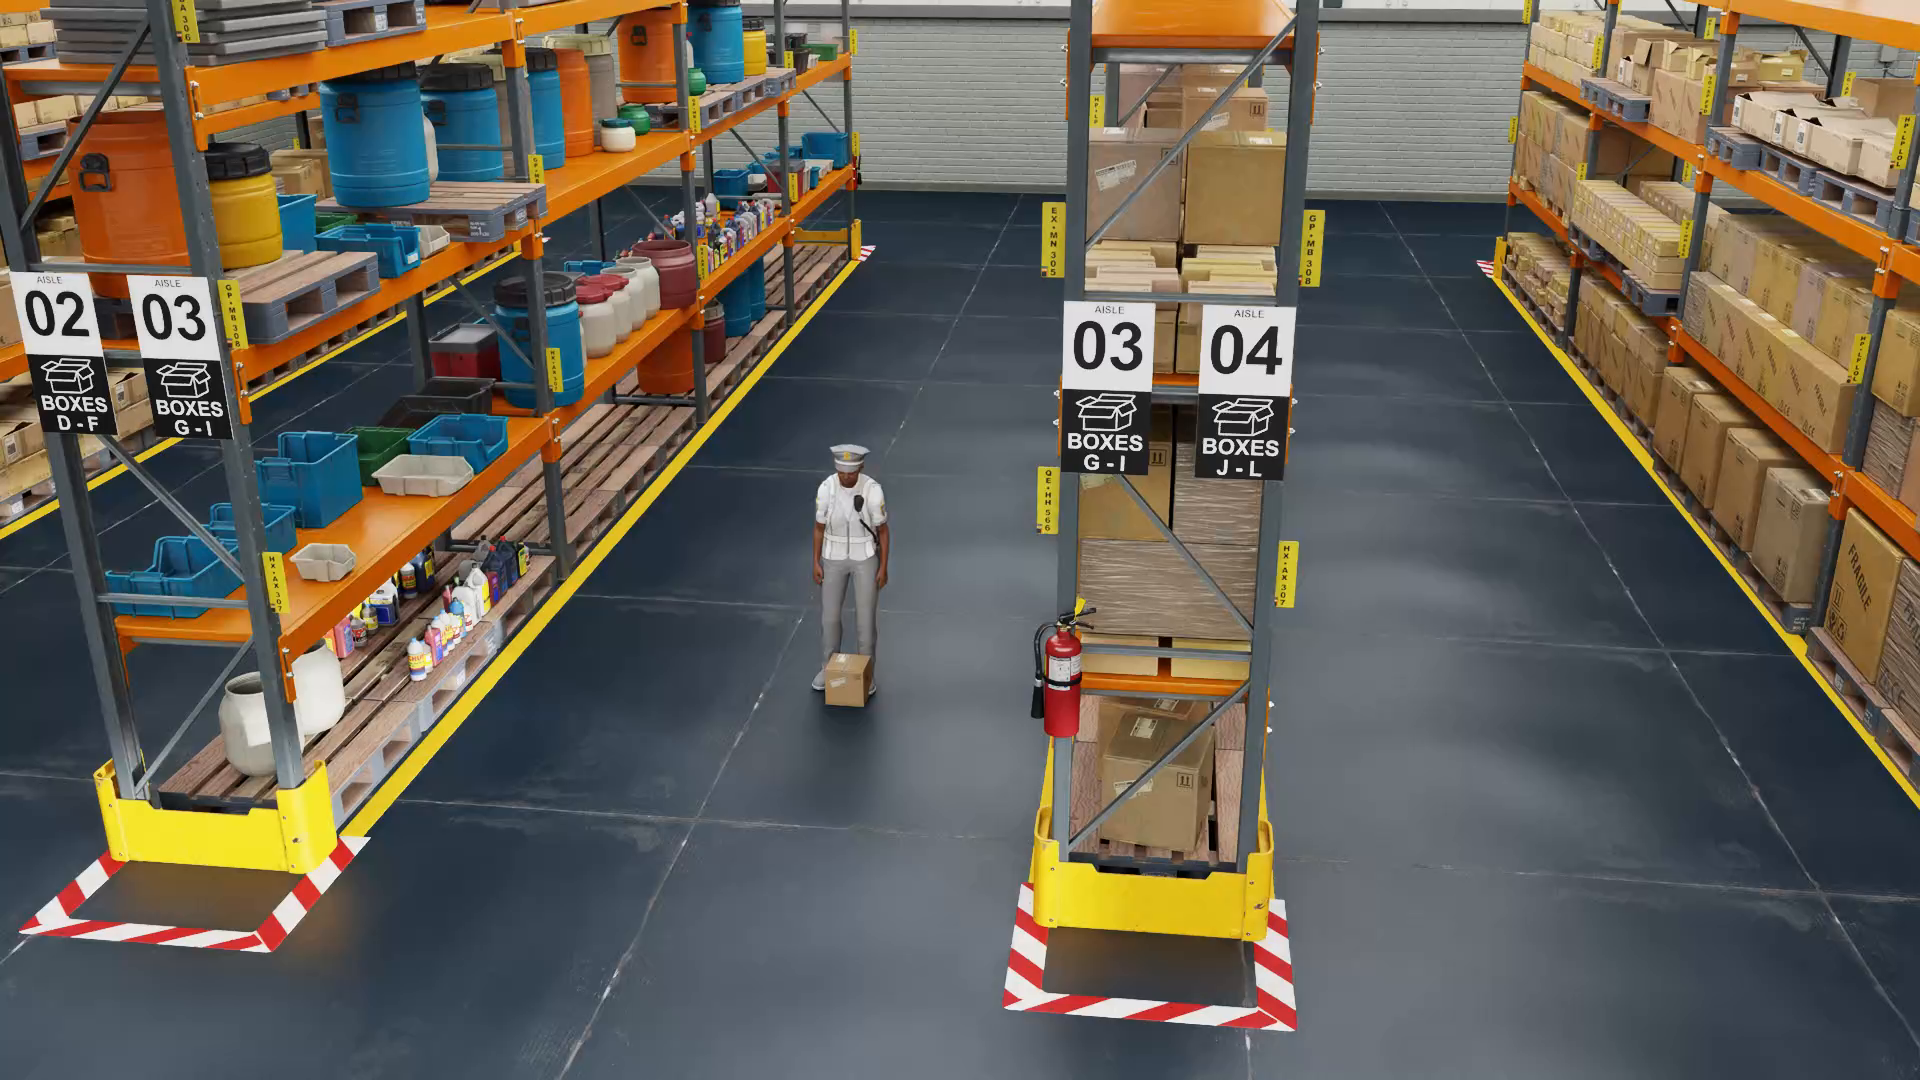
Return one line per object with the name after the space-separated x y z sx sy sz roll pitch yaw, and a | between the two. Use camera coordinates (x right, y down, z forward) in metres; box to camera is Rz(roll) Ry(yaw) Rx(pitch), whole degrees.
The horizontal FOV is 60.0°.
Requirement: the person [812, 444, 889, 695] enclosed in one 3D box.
-0.708 0.166 10.661 0.507 1.658 0.415 3 21 6 | person
